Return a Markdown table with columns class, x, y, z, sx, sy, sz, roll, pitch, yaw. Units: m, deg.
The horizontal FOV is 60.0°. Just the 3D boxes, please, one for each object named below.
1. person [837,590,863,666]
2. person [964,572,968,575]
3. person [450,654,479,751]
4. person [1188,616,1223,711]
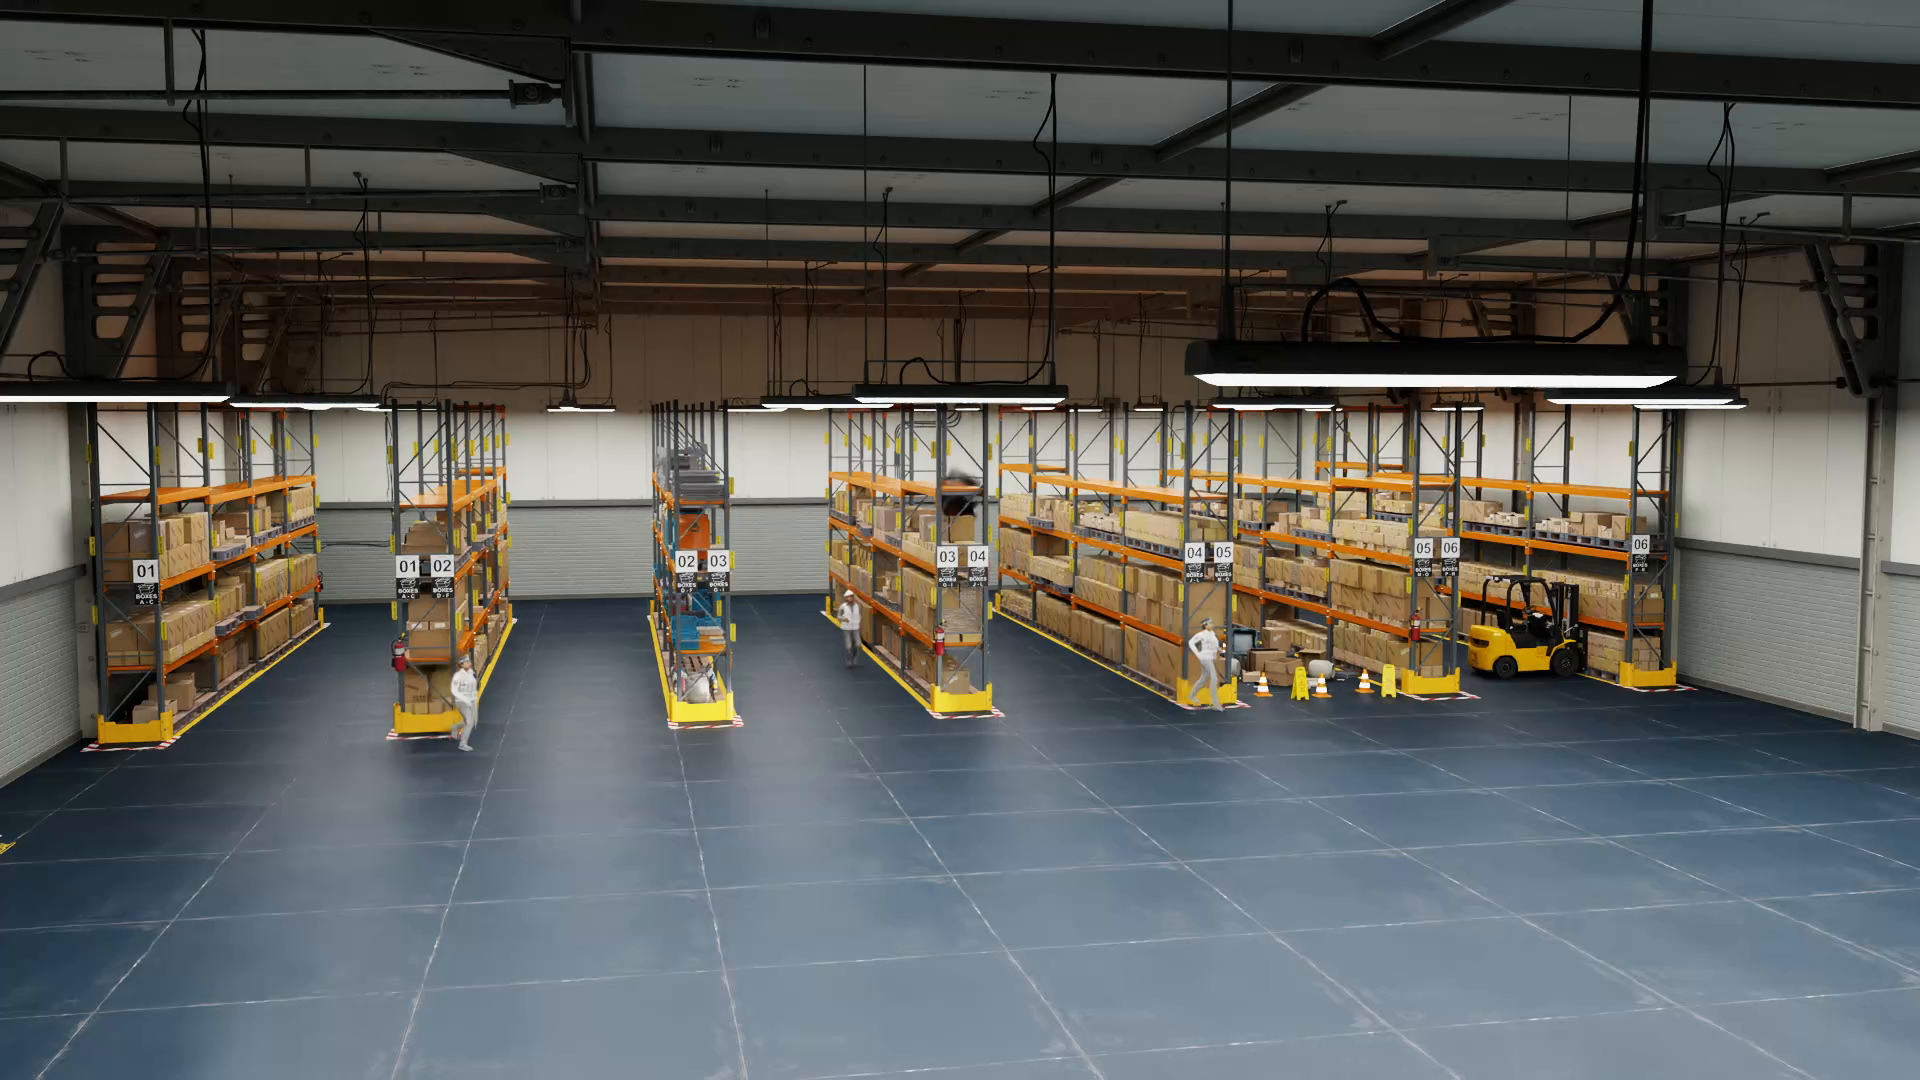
| class | x | y | z | sx | sy | sz | roll | pitch | yaw |
| --- | --- | --- | --- | --- | --- | --- | --- | --- | --- |
| person | -2.450 | 2.010 | 37.624 | 0.647 | 1.735 | 0.602 | -1 | 5 | -18 |
| person | -0.183 | 1.247 | 48.448 | 0.730 | 1.645 | 0.723 | 3 | 5 | 38 |
| person | -8.457 | 2.760 | 28.419 | 0.558 | 1.660 | 0.633 | 2 | 5 | 24 |
| person | 4.698 | 2.317 | 31.527 | 0.785 | 1.745 | 0.649 | 3 | 5 | 31 |
